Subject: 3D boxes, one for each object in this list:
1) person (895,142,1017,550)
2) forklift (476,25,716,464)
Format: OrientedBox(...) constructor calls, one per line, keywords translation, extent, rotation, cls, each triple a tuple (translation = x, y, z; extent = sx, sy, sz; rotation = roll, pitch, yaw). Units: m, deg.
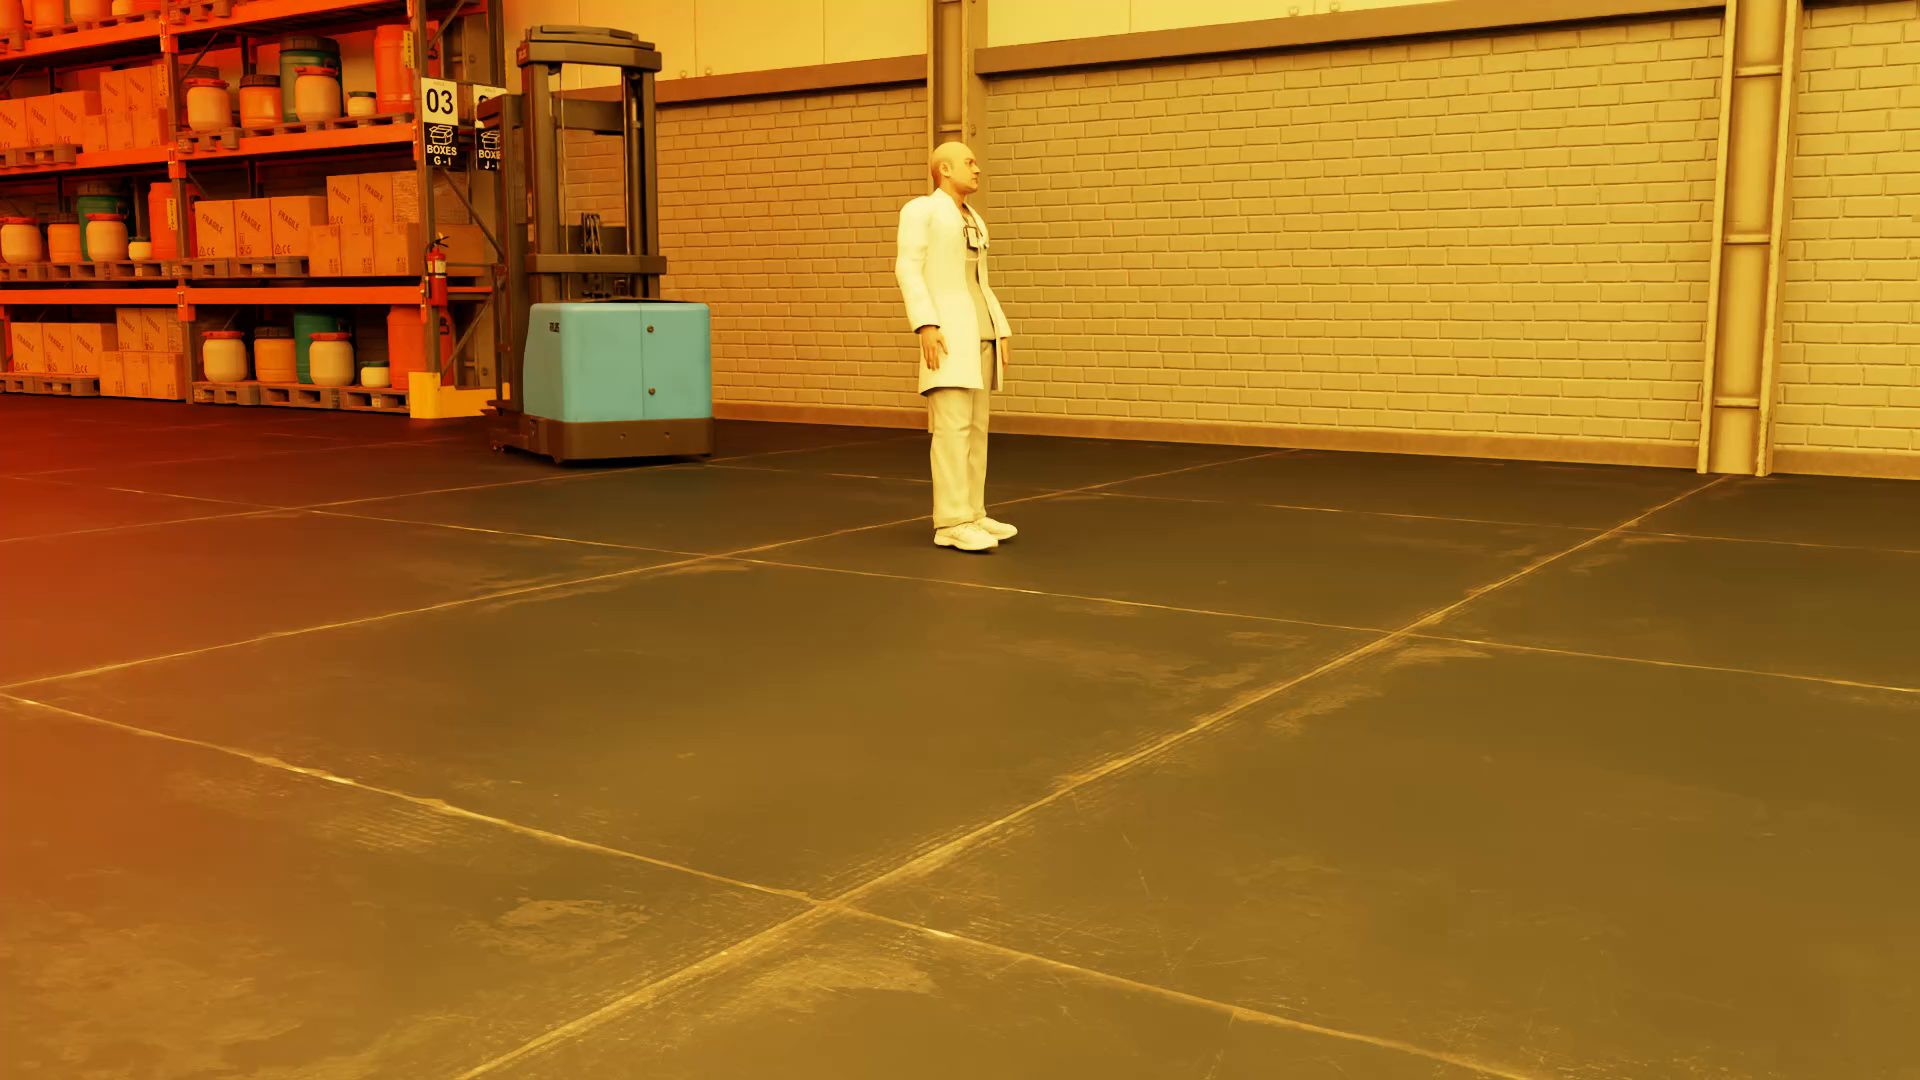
OrientedBox(translation=(0.072, -0.879, 7.424), extent=(0.581, 1.775, 0.696), rotation=(5, 10, 34), cls="person")
OrientedBox(translation=(-2.818, -2.115, 12.065), extent=(1.130, 2.935, 3.031), rotation=(-5, 9, -29), cls="forklift")
